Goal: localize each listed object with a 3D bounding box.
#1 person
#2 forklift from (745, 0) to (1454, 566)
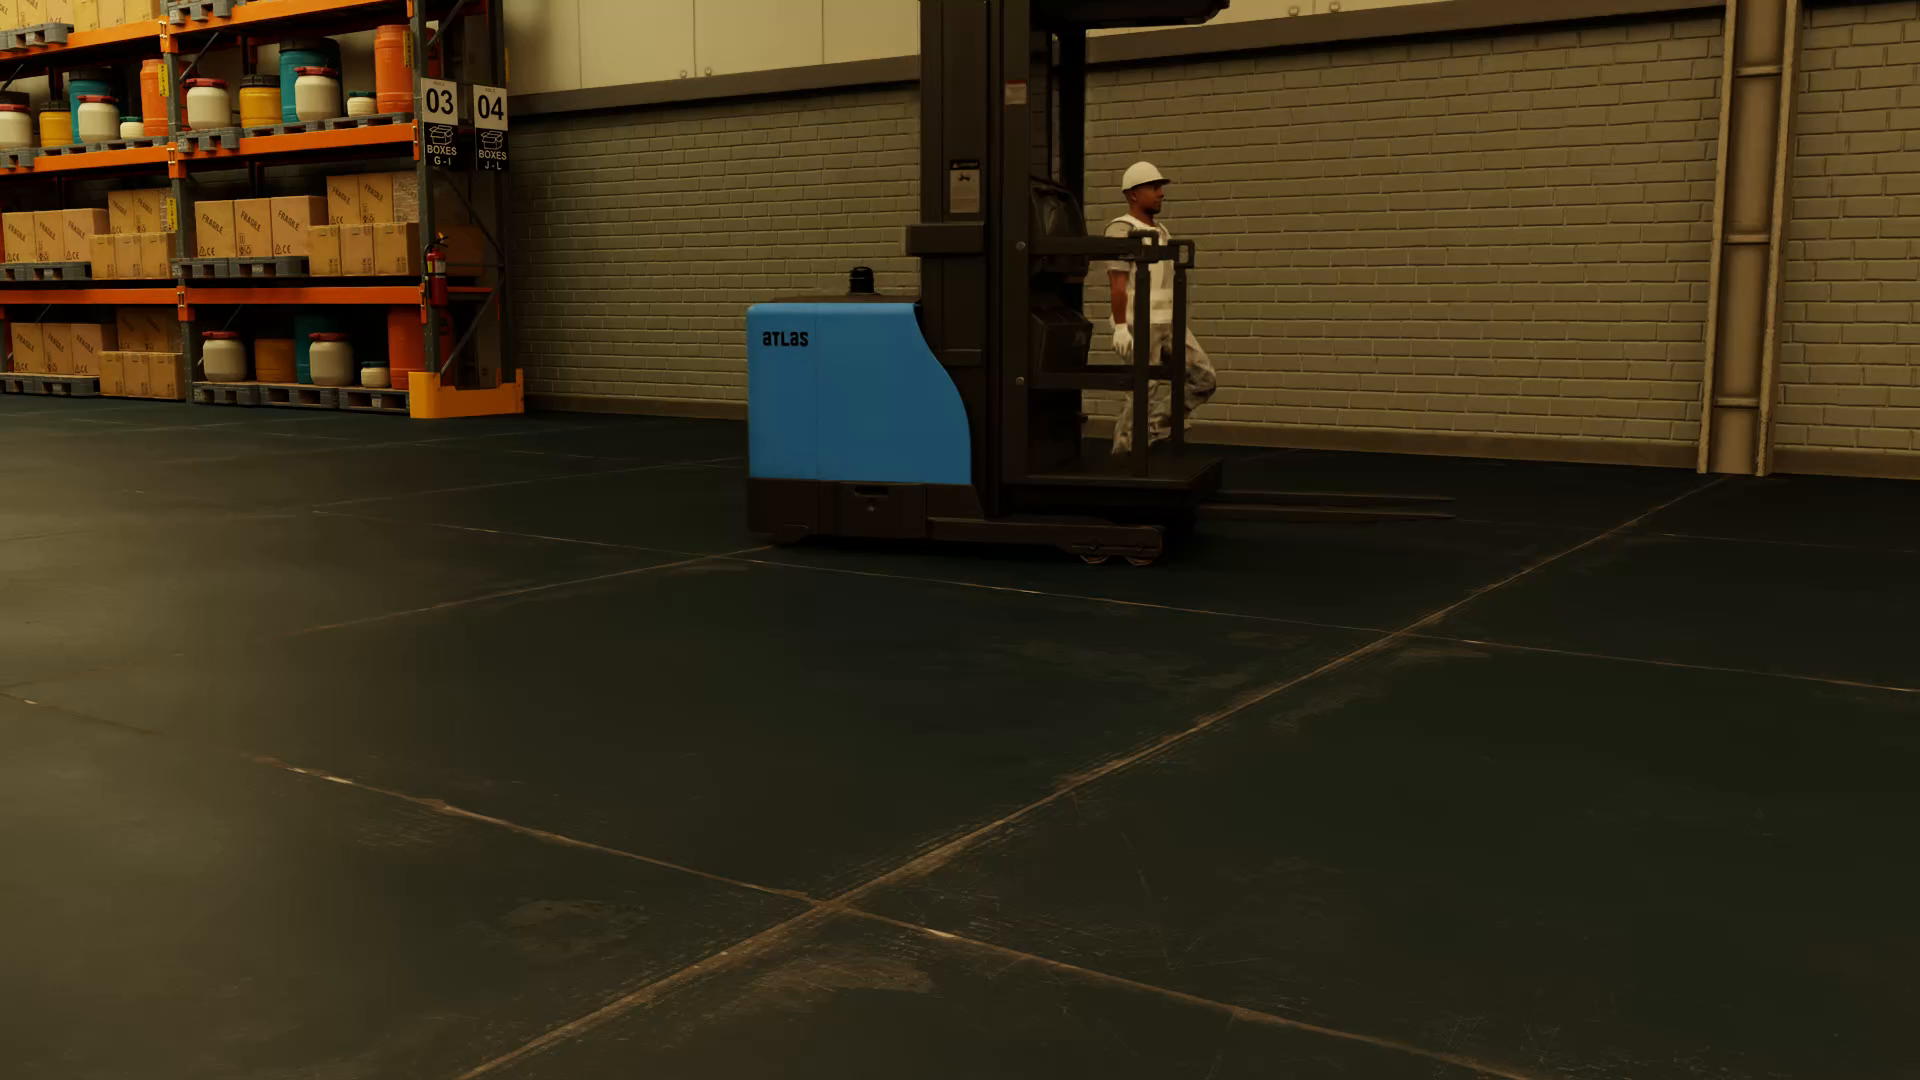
[{"bbox_3d":[1.083,-1.133,8.969,0.531,1.783,0.638,5,9,30],"label":"person"},{"bbox_3d":[0.622,-1.428,7.234,3.031,2.935,1.130,2,8,16],"label":"forklift"}]
